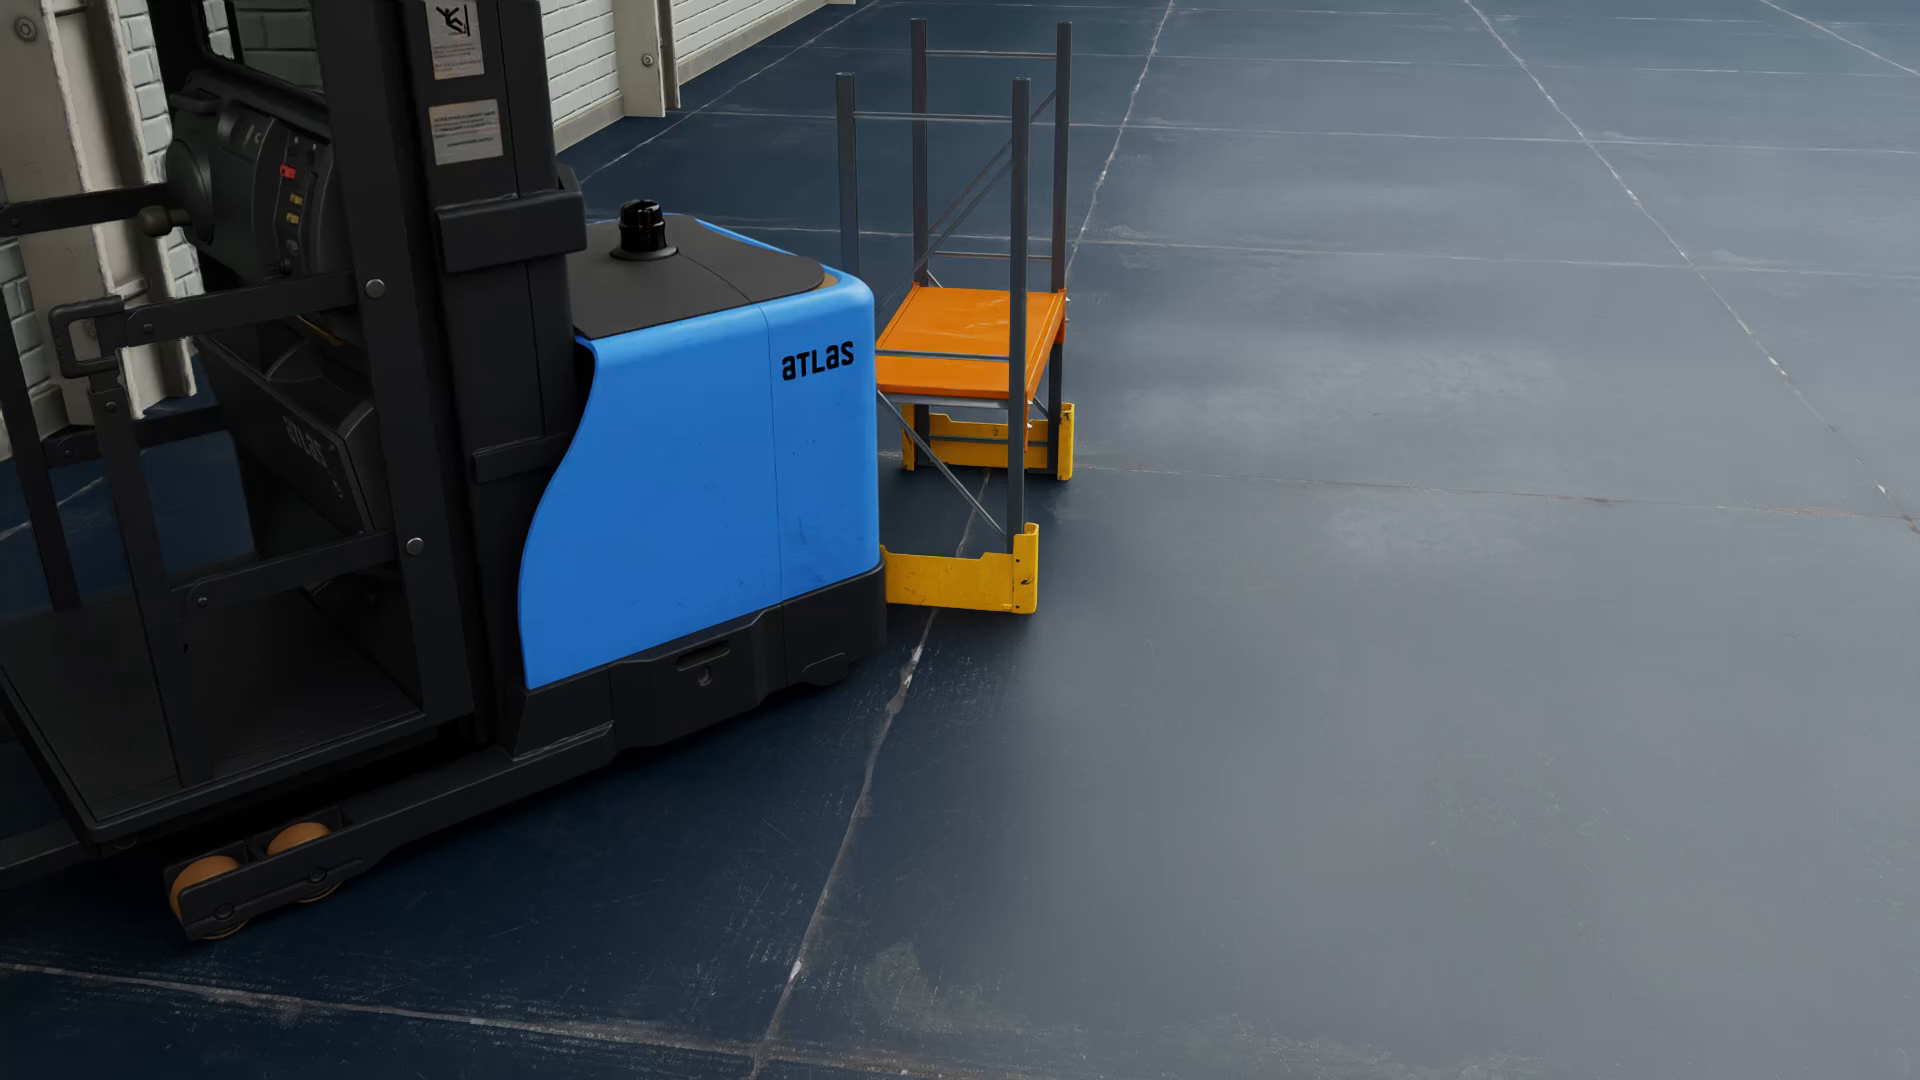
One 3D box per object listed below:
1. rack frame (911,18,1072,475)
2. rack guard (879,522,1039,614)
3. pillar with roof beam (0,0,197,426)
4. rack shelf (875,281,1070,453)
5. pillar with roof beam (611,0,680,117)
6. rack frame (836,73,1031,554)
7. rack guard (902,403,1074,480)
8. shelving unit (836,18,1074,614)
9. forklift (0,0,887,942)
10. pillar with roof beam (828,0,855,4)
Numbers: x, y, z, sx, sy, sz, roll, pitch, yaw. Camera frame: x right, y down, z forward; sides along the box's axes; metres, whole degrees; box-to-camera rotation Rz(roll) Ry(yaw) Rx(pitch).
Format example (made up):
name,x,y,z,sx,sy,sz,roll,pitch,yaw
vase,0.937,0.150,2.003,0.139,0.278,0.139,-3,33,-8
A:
name,x,y,z,sx,sy,sz,roll,pitch,yaw
rack frame,0.097,-0.928,5.462,0.500,1.500,0.032,4,25,9
rack guard,-0.069,0.063,4.820,0.587,0.250,0.087,4,25,9
pillar with roof beam,1.093,-4.283,3.784,9.100,9.000,0.400,4,25,9
rack shelf,0.014,-0.552,5.085,0.538,0.185,1.000,4,25,9
pillar with roof beam,2.074,-6.792,9.146,9.100,9.000,0.400,4,25,9
rack frame,-0.069,-0.502,4.554,0.500,1.500,0.032,4,25,9
rack guard,0.094,-0.353,5.710,0.587,0.250,0.087,4,25,9
shelving unit,0.012,-0.711,5.000,0.587,1.500,1.083,4,25,9
forklift,-1.656,-0.748,3.390,3.031,2.935,1.130,-19,31,-35
pillar with roof beam,3.054,-9.301,14.507,9.100,9.000,0.400,4,25,9
